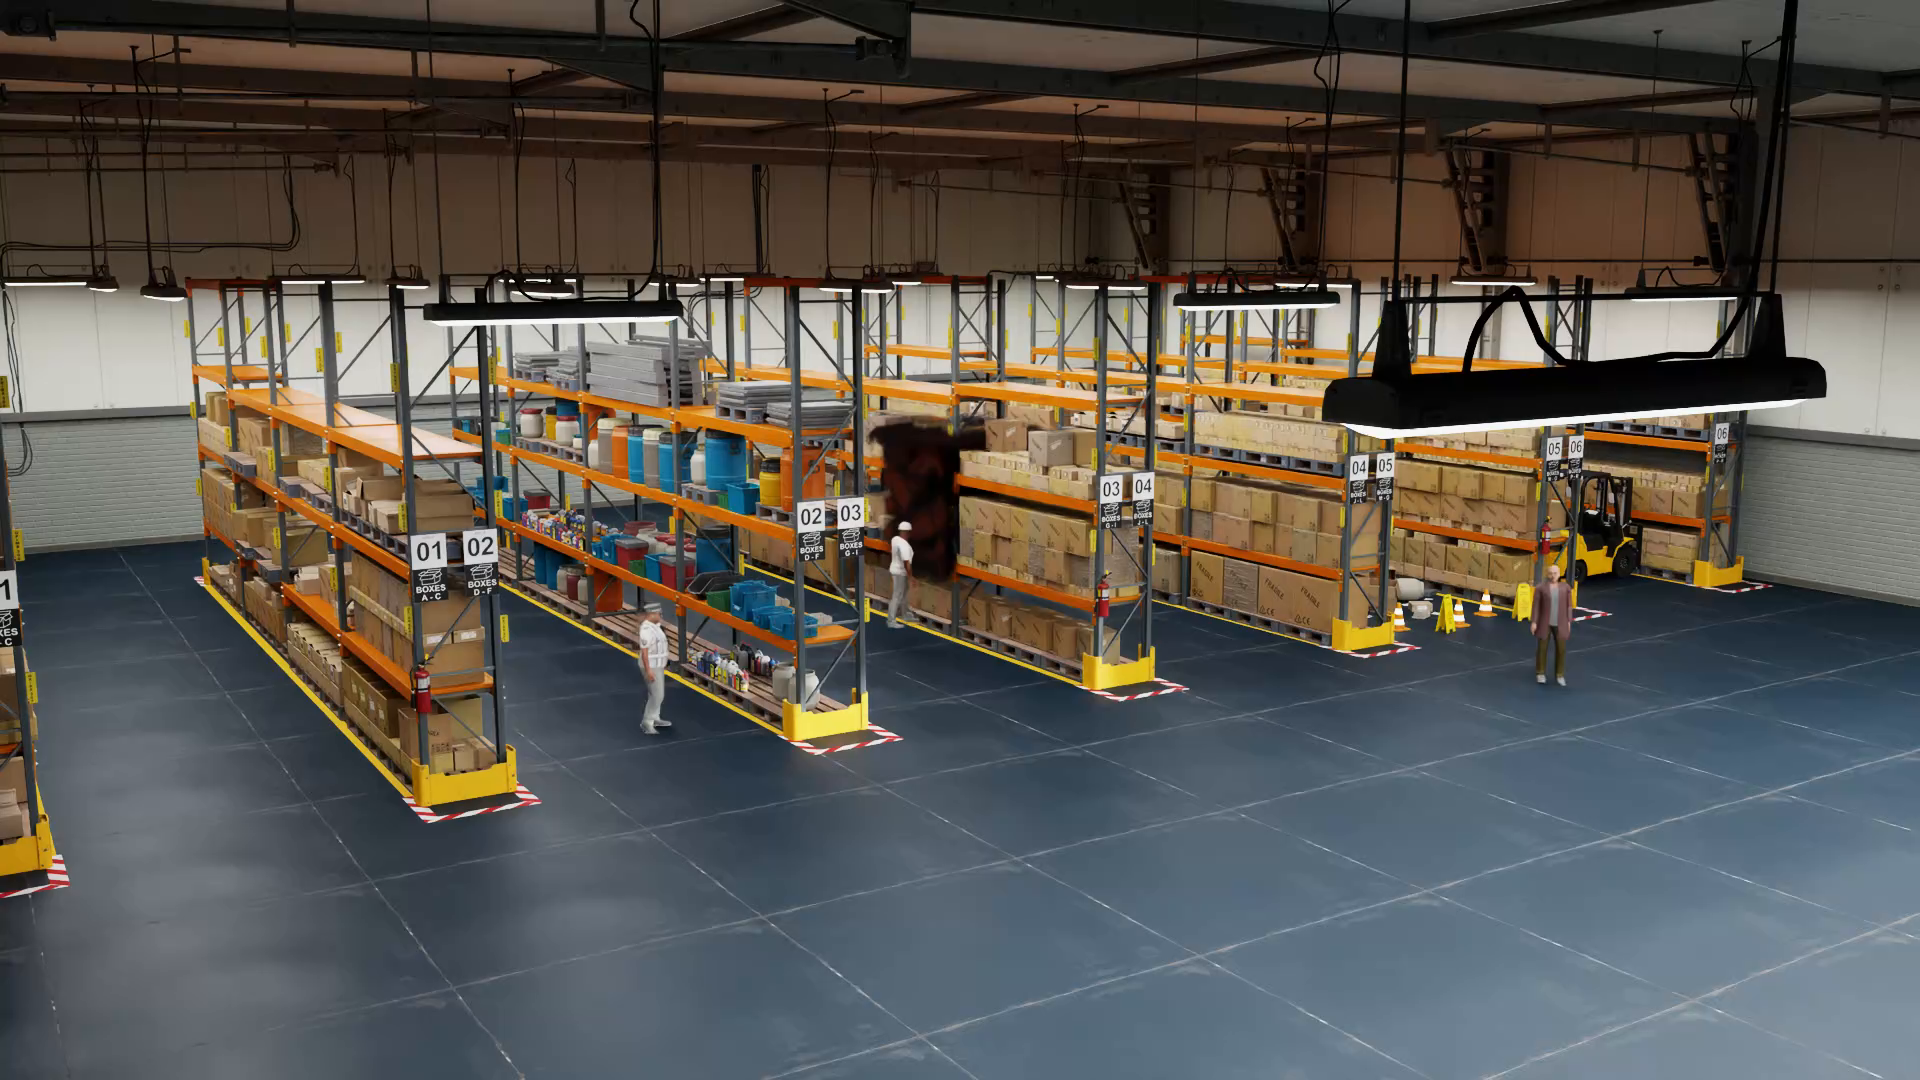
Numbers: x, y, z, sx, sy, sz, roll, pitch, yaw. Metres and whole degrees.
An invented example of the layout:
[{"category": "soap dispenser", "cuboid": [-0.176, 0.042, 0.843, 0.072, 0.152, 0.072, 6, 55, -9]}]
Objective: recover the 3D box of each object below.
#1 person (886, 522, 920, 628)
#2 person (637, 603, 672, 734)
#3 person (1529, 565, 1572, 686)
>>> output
[{"category": "person", "cuboid": [-0.936, 0.561, 27.580, 0.625, 1.771, 0.706, -1, 10, -8]}, {"category": "person", "cuboid": [-4.171, 1.732, 22.626, 0.401, 1.797, 0.589, 1, 10, 6]}, {"category": "person", "cuboid": [8.911, 1.280, 25.066, 0.625, 1.802, 0.414, 2, 10, 11]}]
